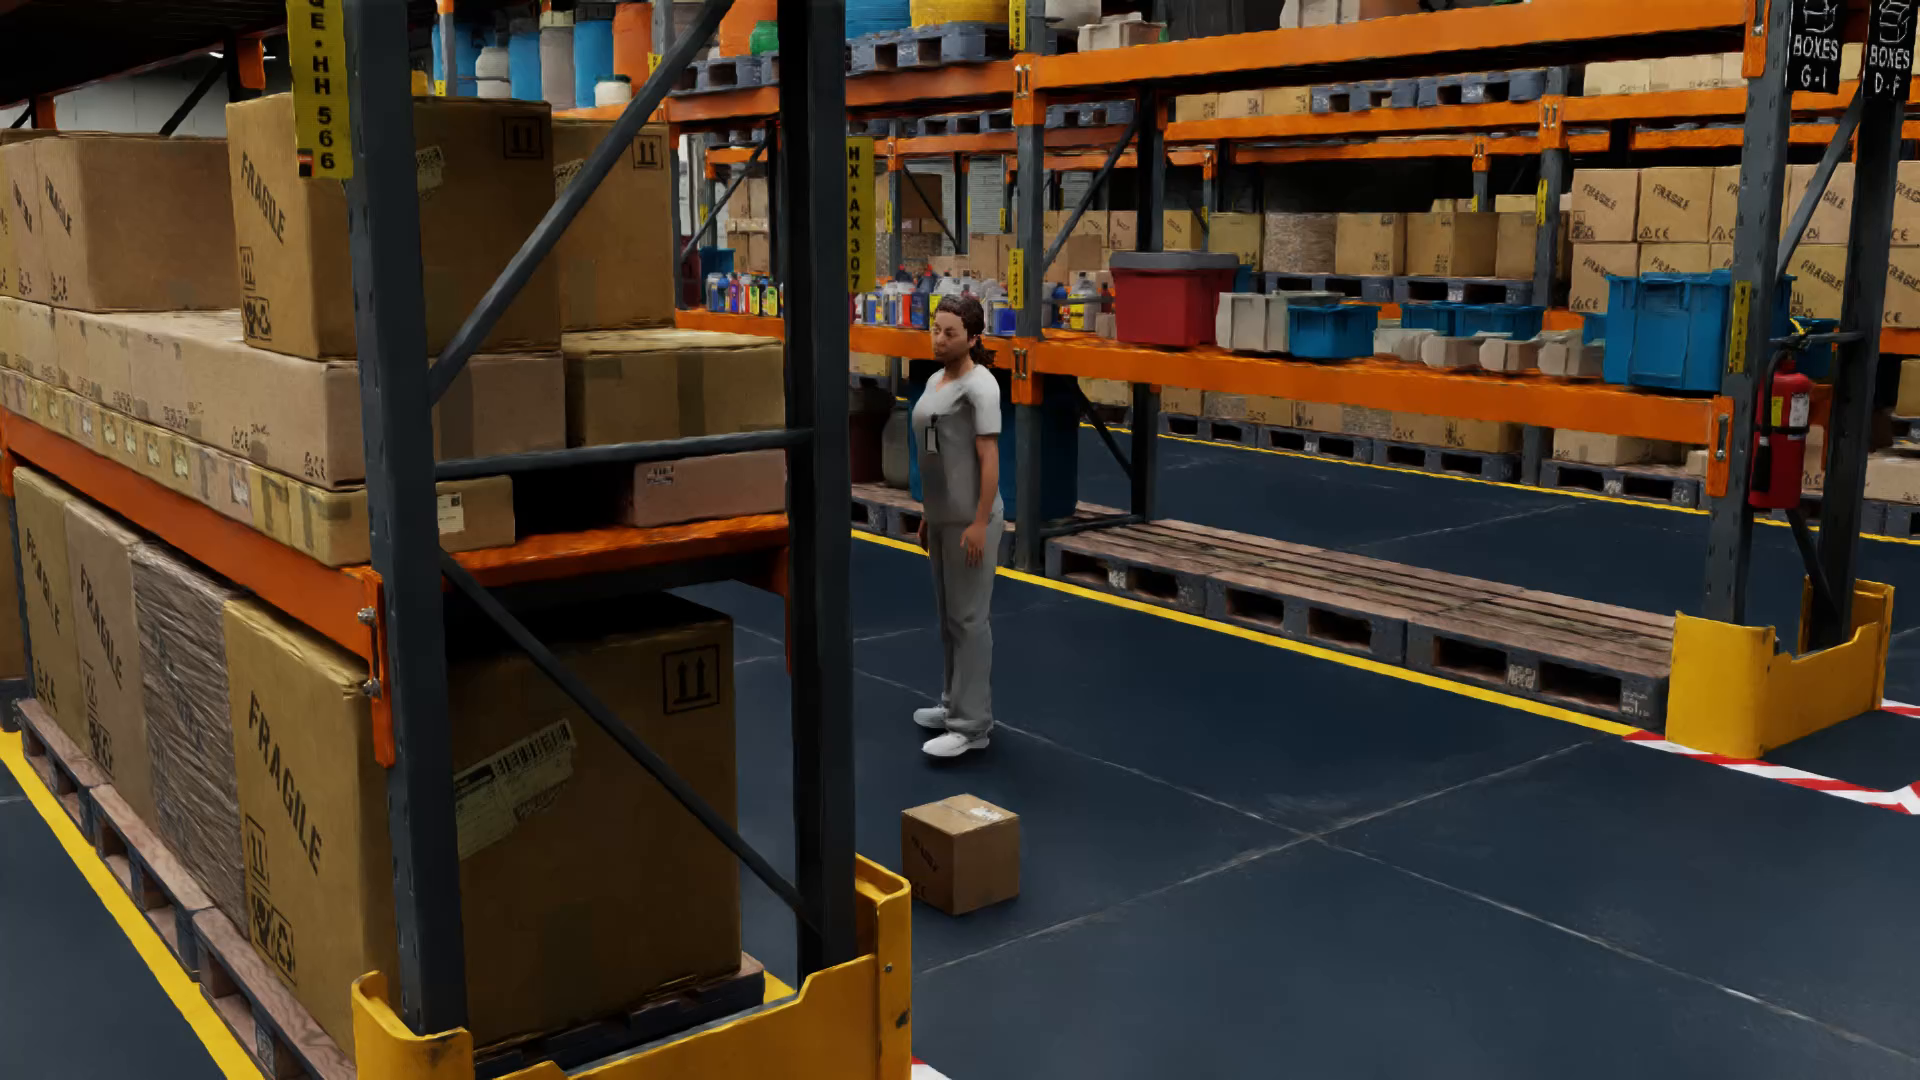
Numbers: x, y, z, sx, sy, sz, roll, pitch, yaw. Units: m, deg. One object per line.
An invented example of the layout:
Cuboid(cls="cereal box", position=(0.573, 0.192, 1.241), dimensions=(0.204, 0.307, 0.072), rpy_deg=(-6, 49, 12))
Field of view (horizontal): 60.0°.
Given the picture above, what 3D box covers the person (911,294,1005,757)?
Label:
Cuboid(cls="person", position=(-0.029, -0.065, 6.145), dimensions=(0.411, 1.674, 0.528), rpy_deg=(-5, 12, -25))
